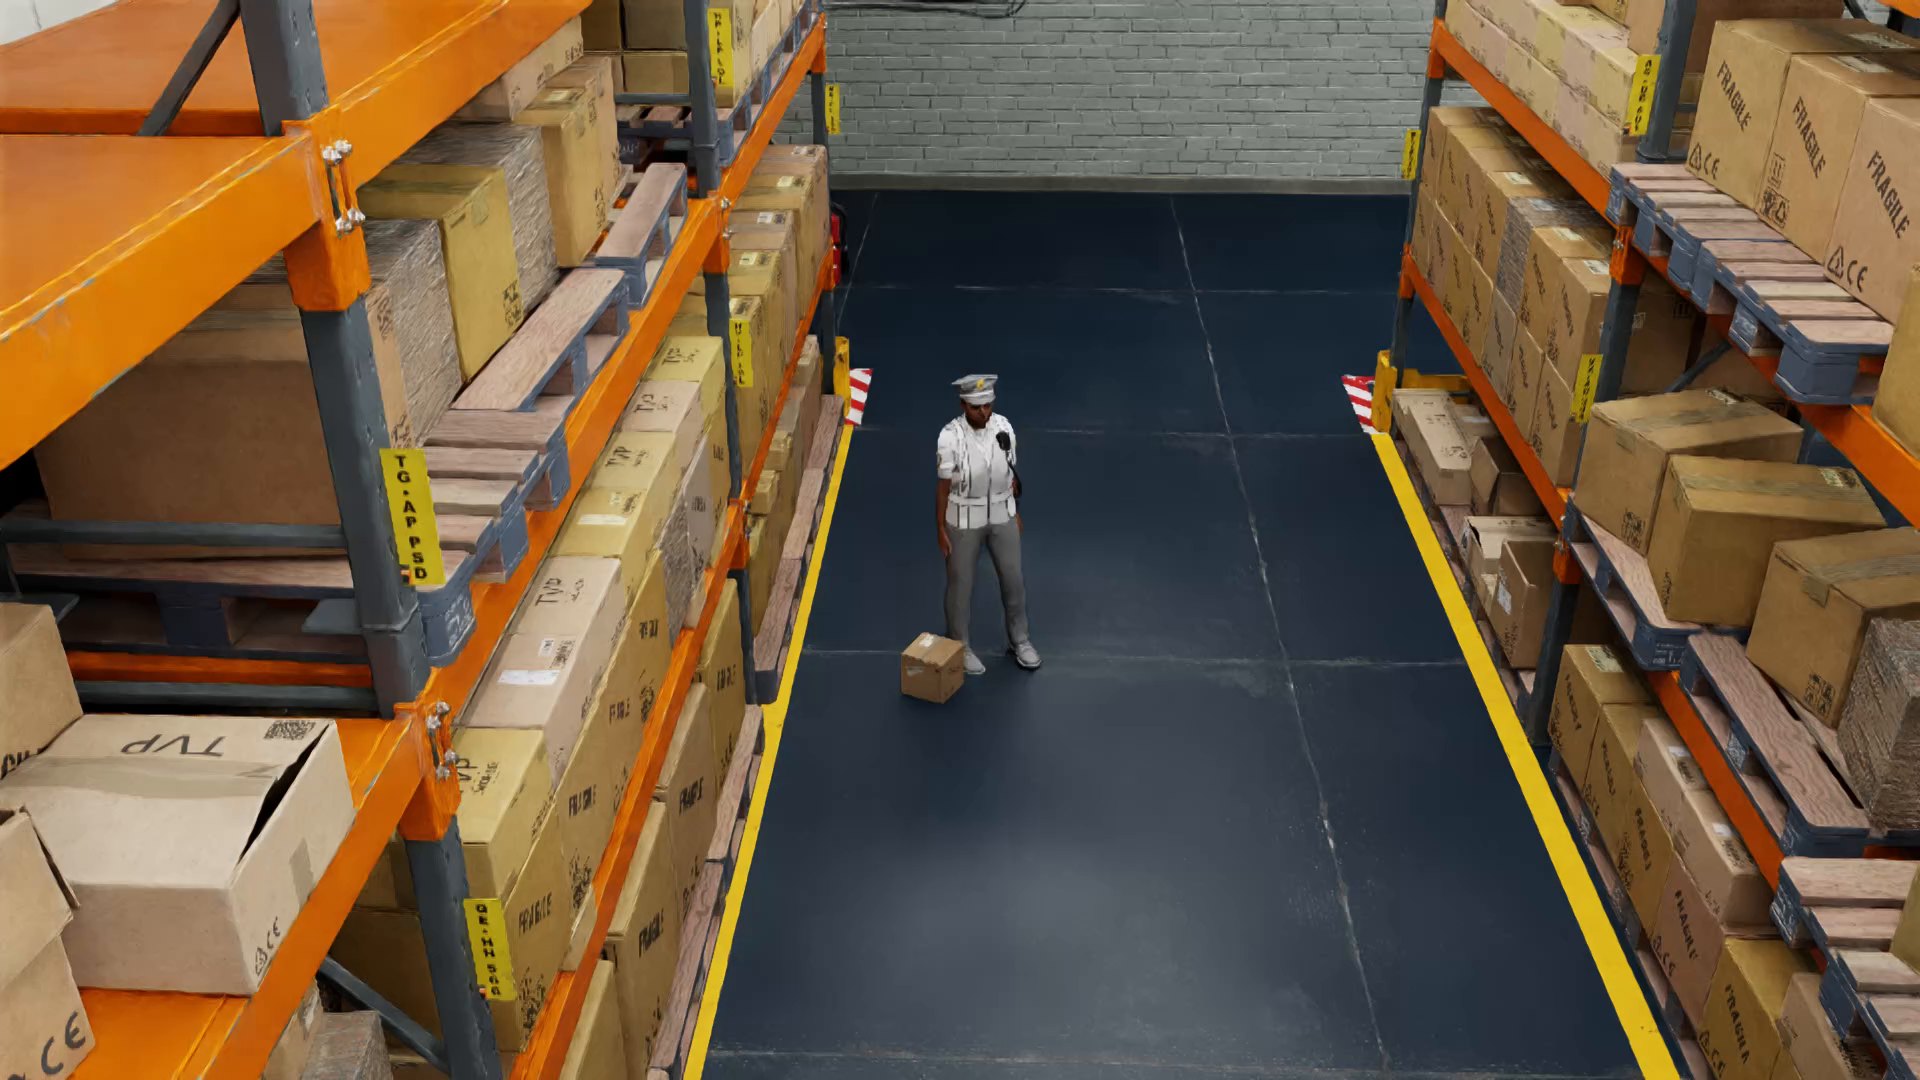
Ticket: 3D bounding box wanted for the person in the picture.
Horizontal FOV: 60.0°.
[{"bbox_3d":[0.145,-0.083,8.753,0.535,1.702,0.404,-10,30,-18],"label":"person"}]
